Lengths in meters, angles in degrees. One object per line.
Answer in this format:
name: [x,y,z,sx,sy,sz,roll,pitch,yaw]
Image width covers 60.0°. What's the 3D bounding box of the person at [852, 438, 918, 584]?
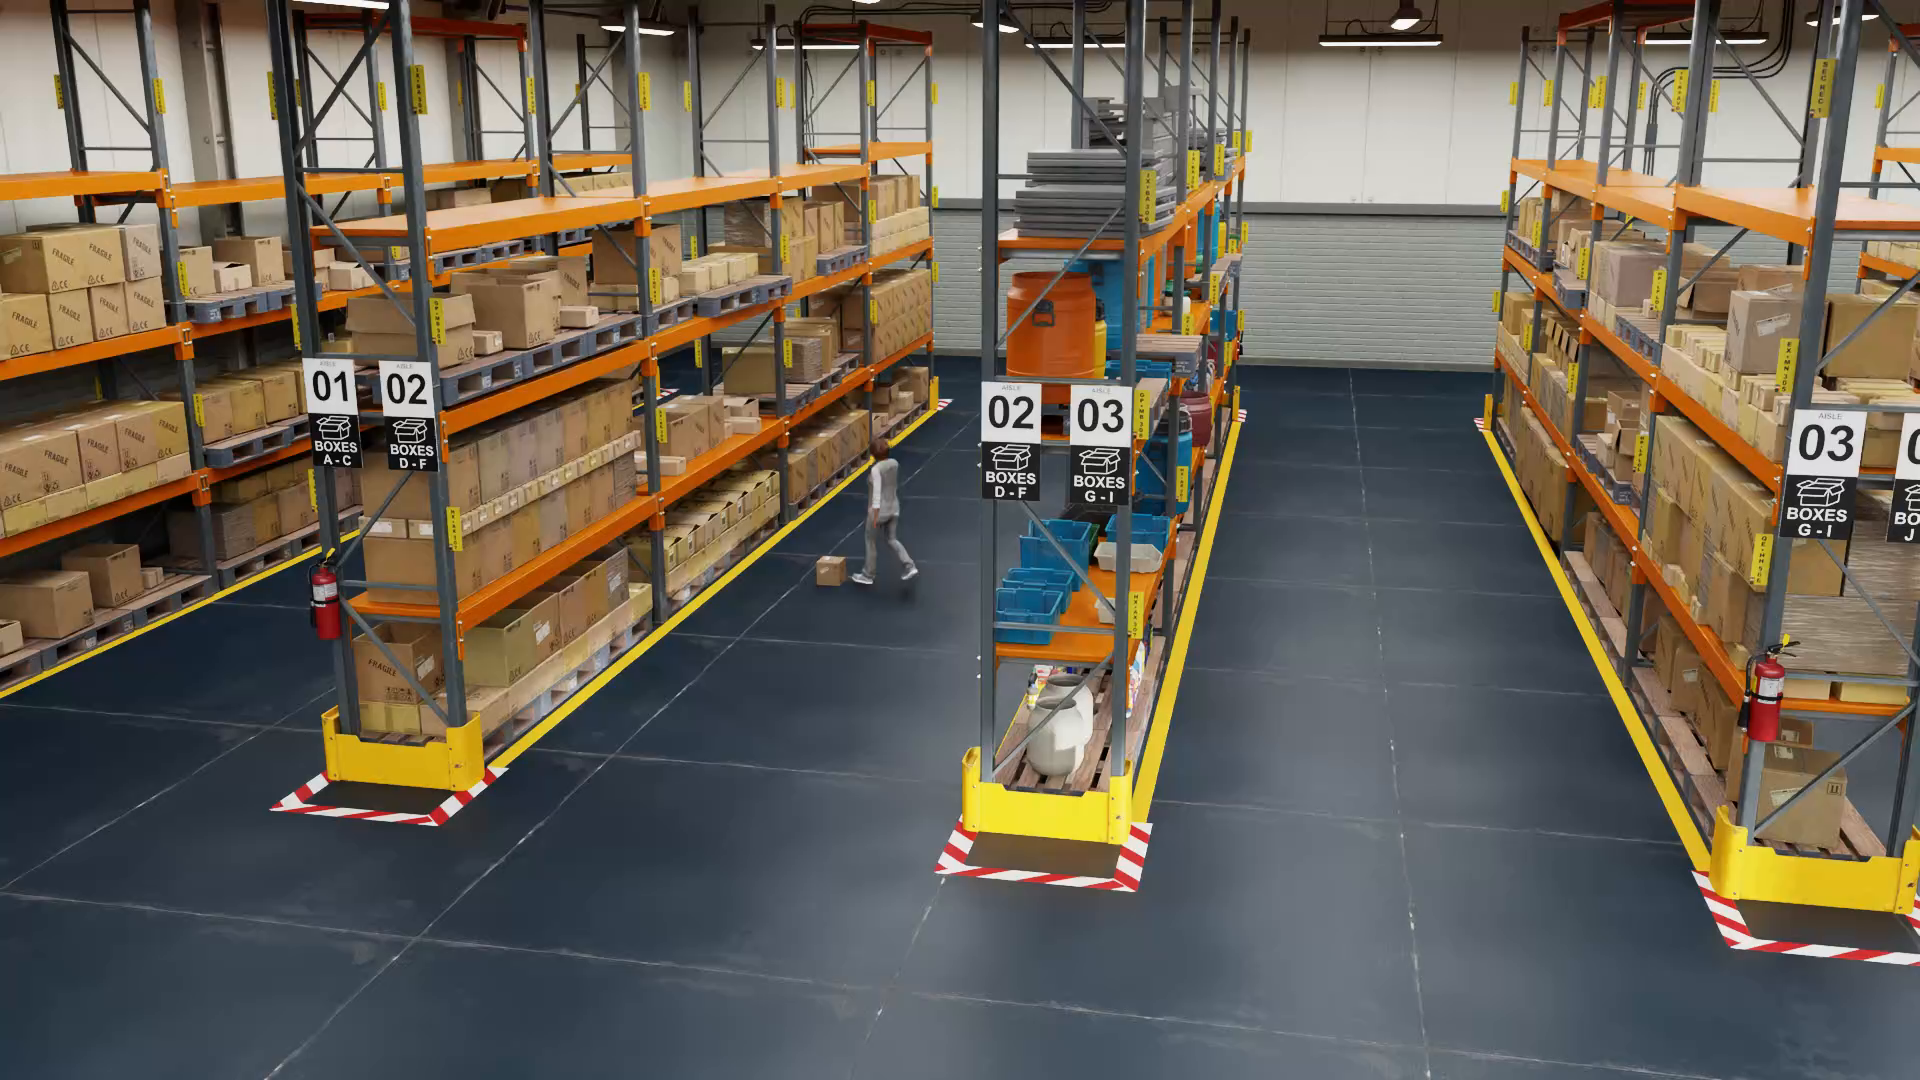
person: [-0.788,-0.288,17.360,0.778,1.570,0.419,13,19,39]
